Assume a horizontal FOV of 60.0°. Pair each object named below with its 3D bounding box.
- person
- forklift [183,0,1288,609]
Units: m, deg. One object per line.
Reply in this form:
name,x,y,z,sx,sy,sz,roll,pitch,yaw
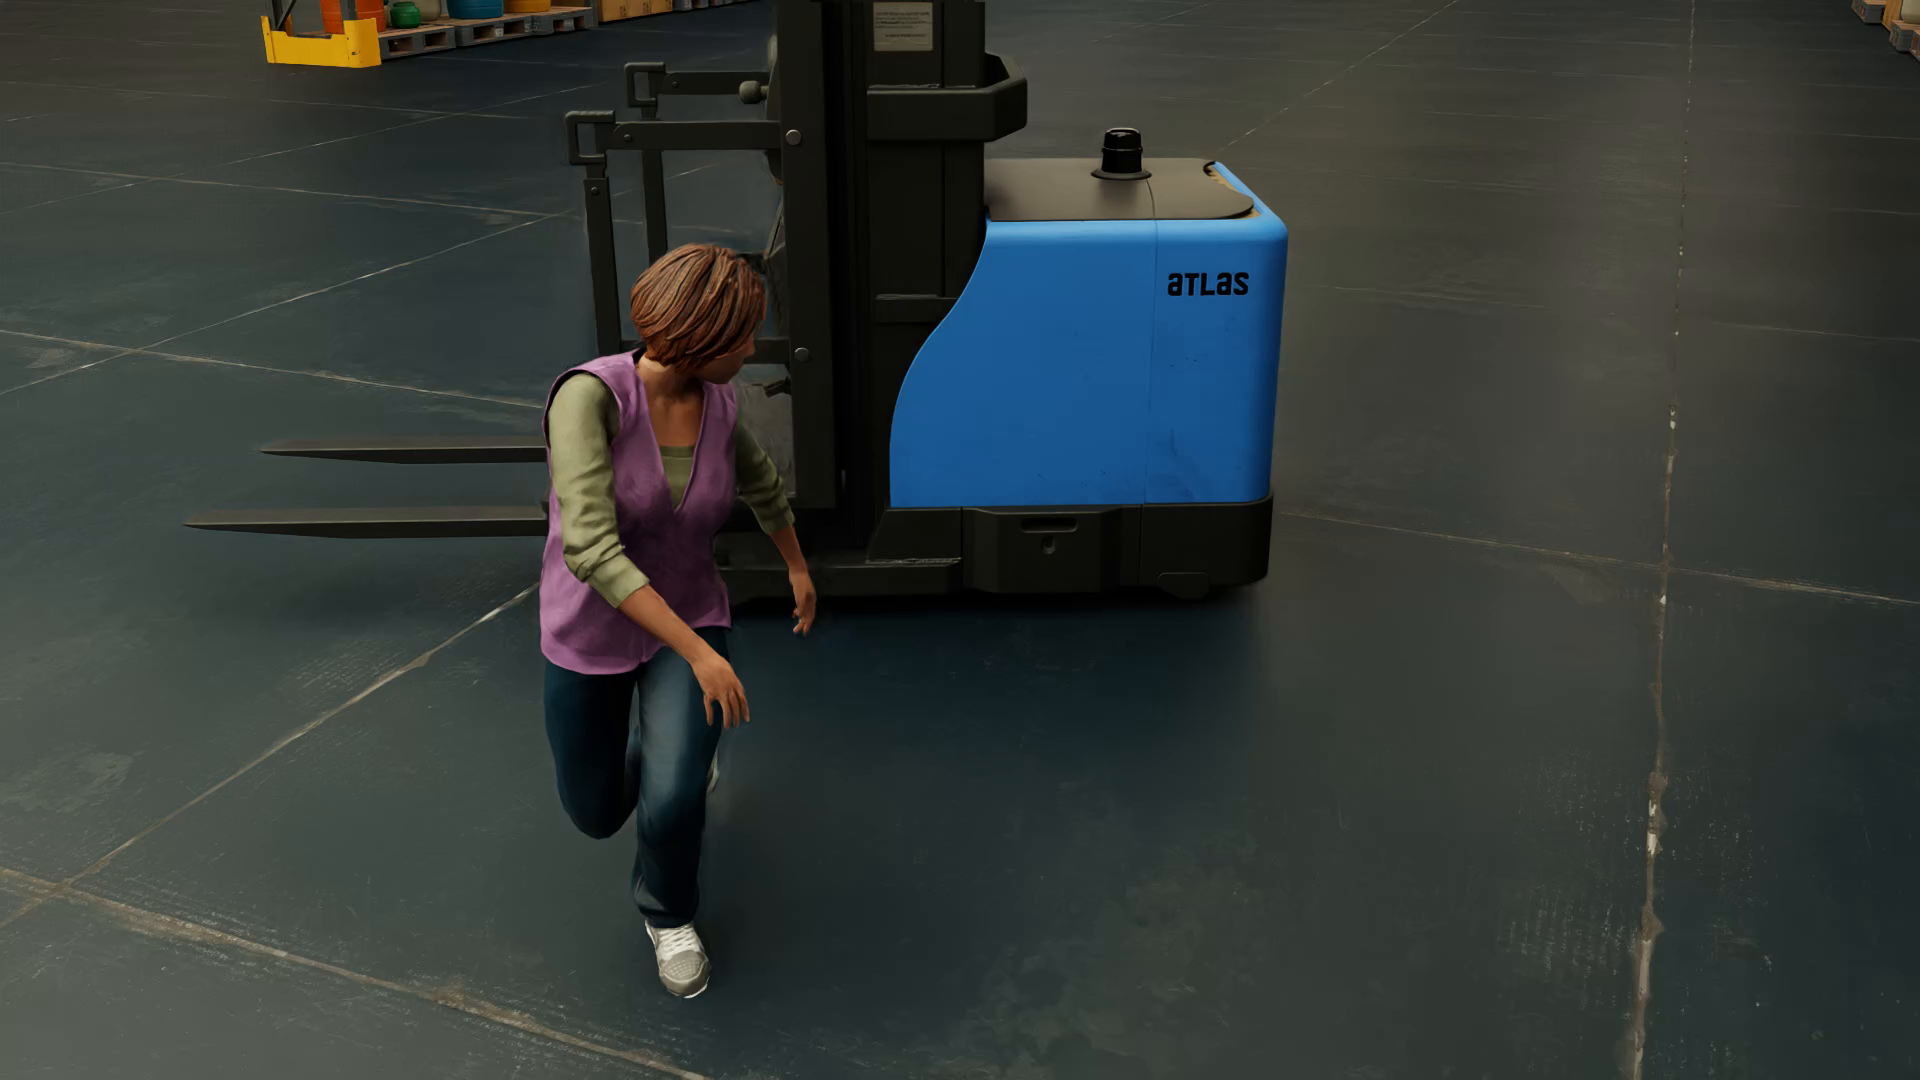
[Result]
person,-0.511,0.127,3.077,0.539,1.371,0.811,-5,23,-12
forklift,-0.661,-1.342,4.504,3.031,2.935,1.130,-1,23,-2
